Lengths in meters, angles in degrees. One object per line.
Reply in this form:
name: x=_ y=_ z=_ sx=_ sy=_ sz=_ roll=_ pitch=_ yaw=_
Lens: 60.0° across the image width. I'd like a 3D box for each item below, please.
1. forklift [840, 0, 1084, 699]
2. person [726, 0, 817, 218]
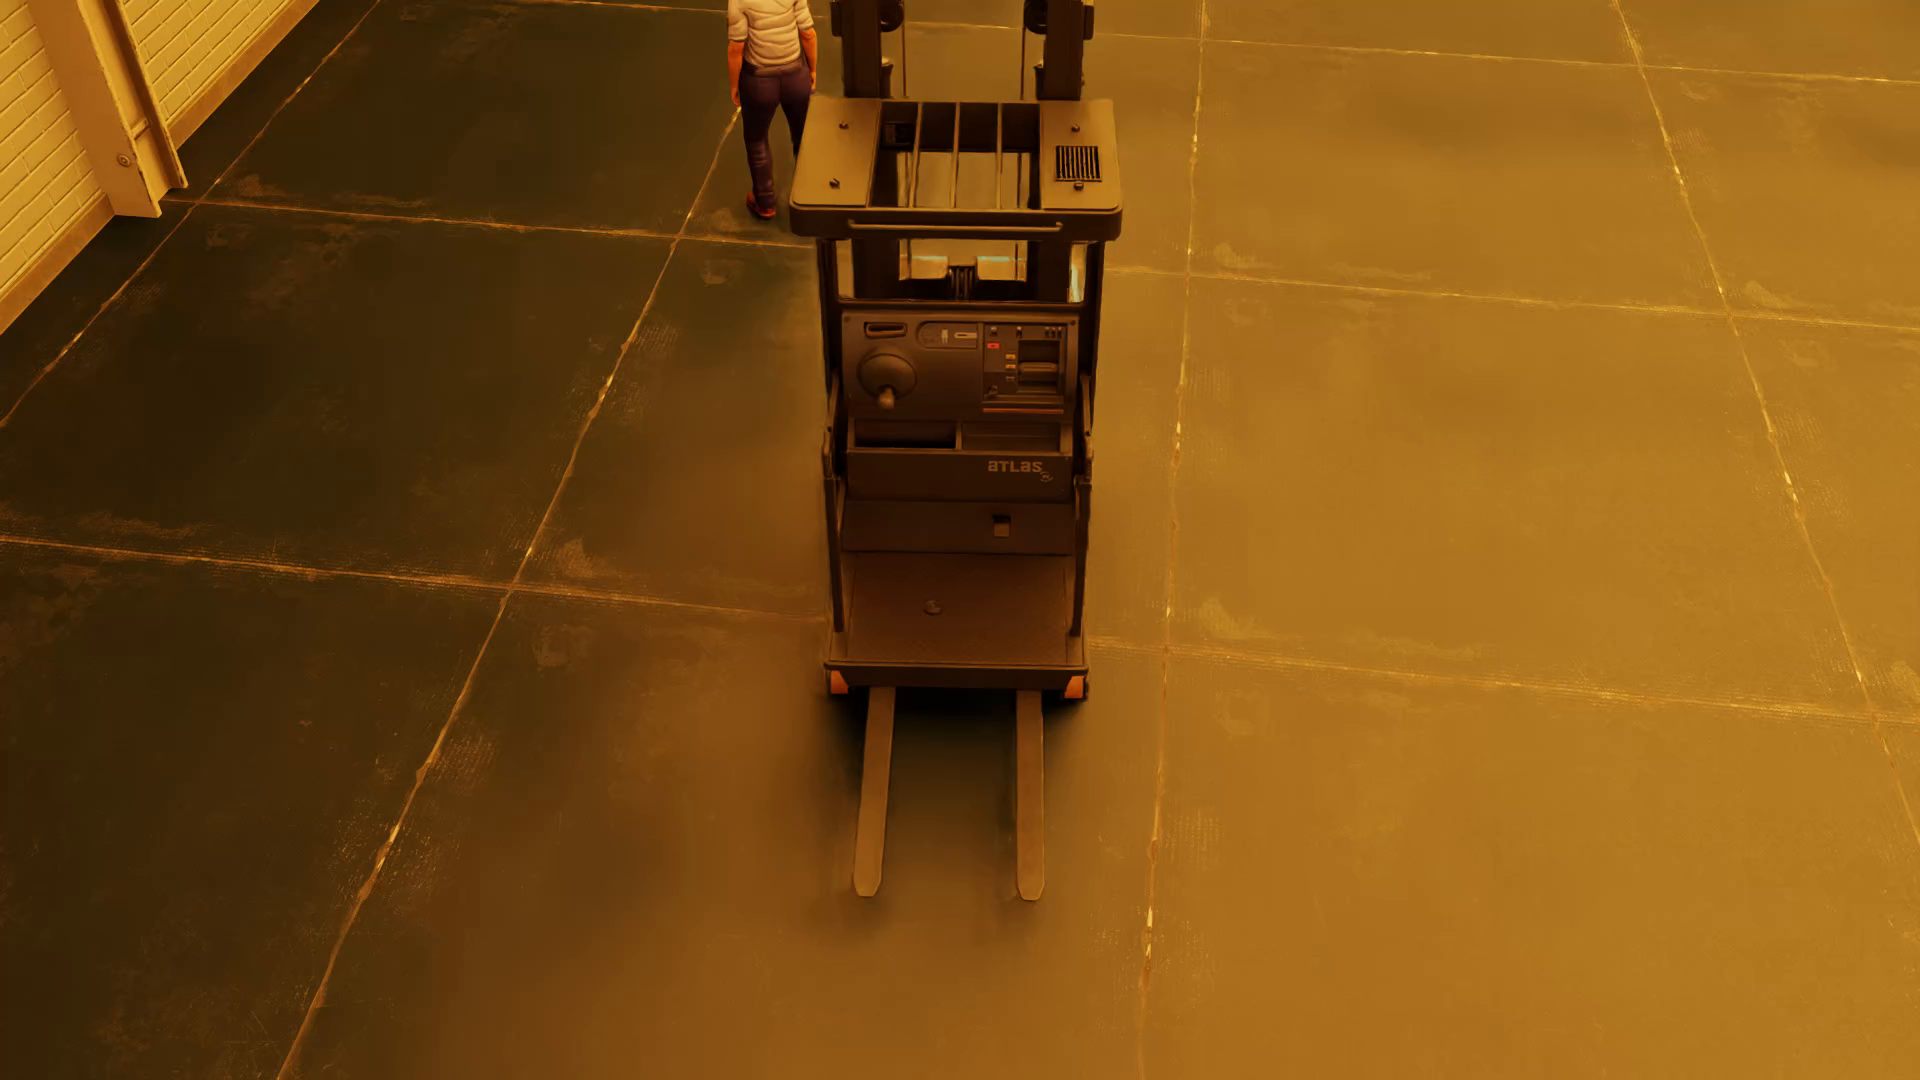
forklift: x=-0.008 y=-0.618 z=6.397 sx=1.121 sy=2.935 sz=3.031 roll=1 pitch=43 yaw=1
person: x=-1.060 y=-2.631 z=9.538 sx=0.543 sy=1.651 sz=0.372 roll=-14 pitch=44 yaw=-15
